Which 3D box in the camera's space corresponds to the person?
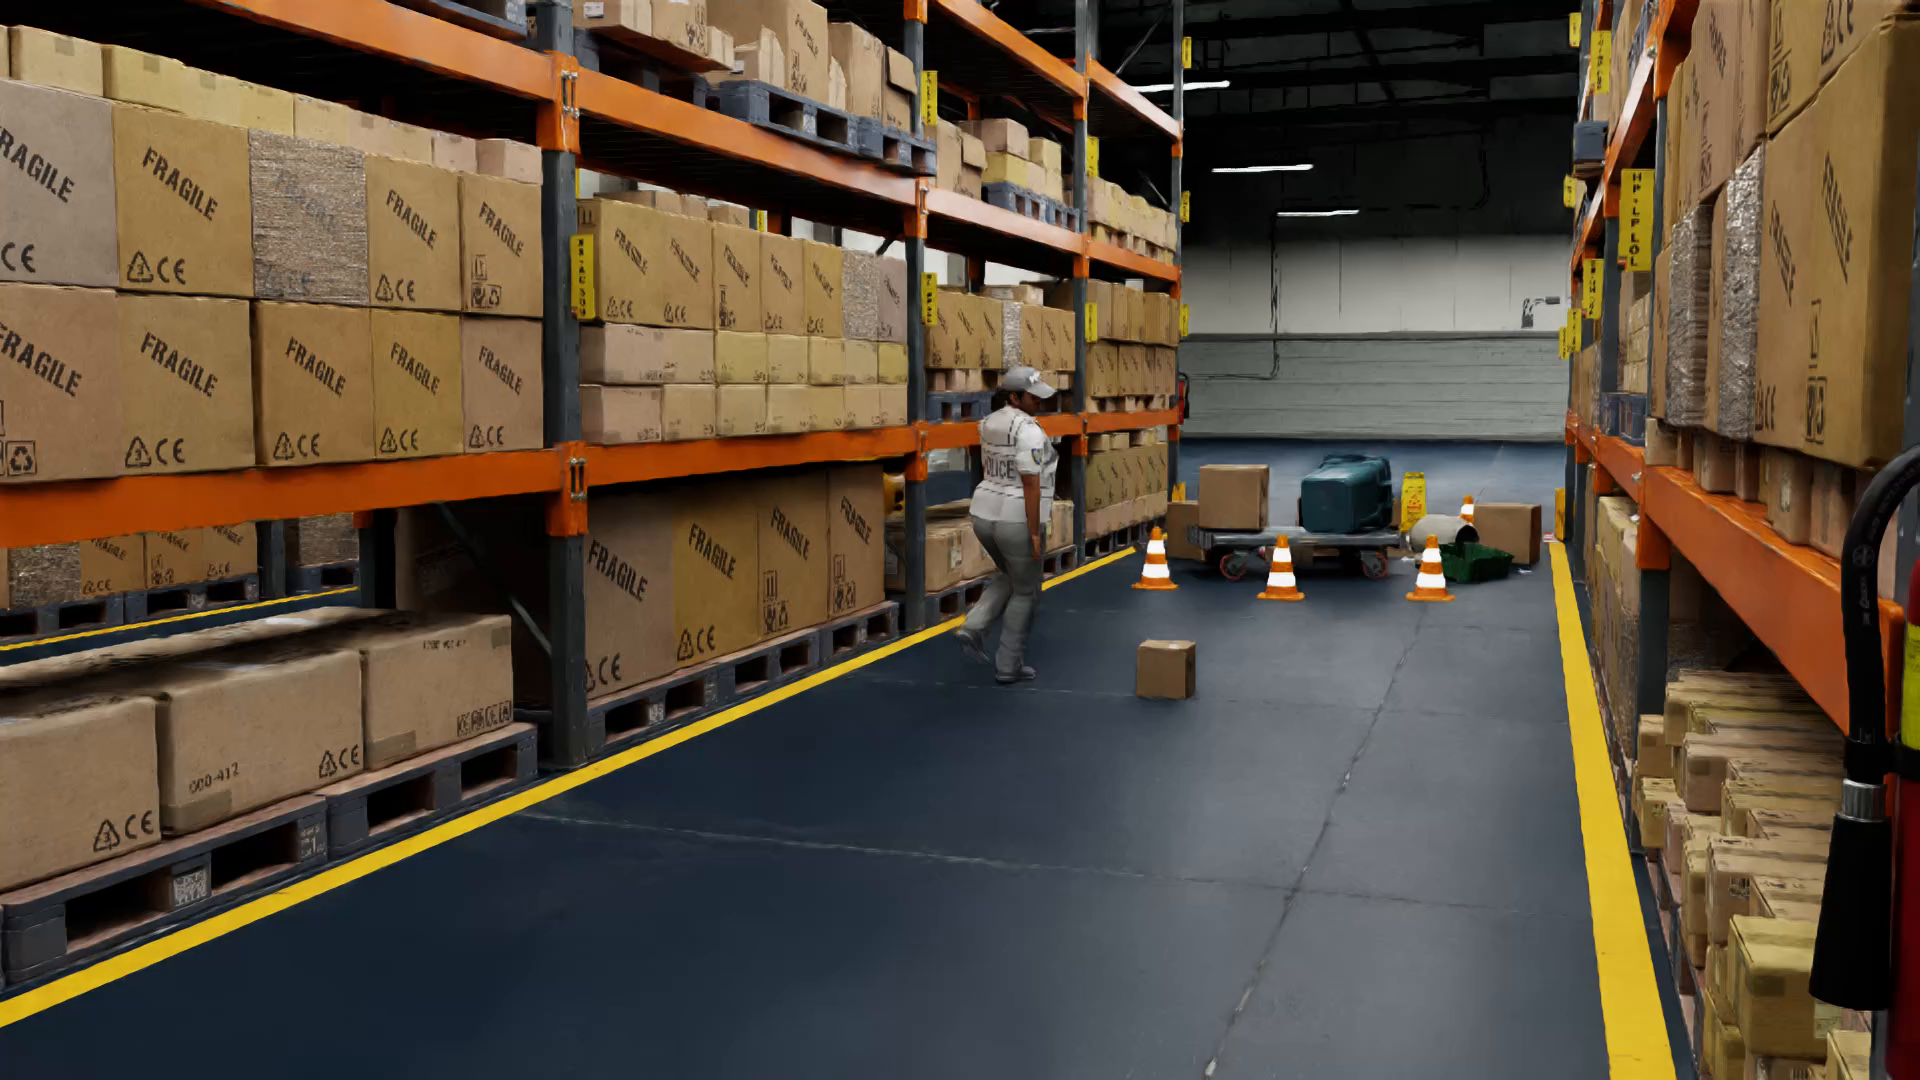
[{"bbox_3d":[0.286,-0.075,8.628,0.469,1.655,0.613,-4,7,-37],"label":"person"}]
